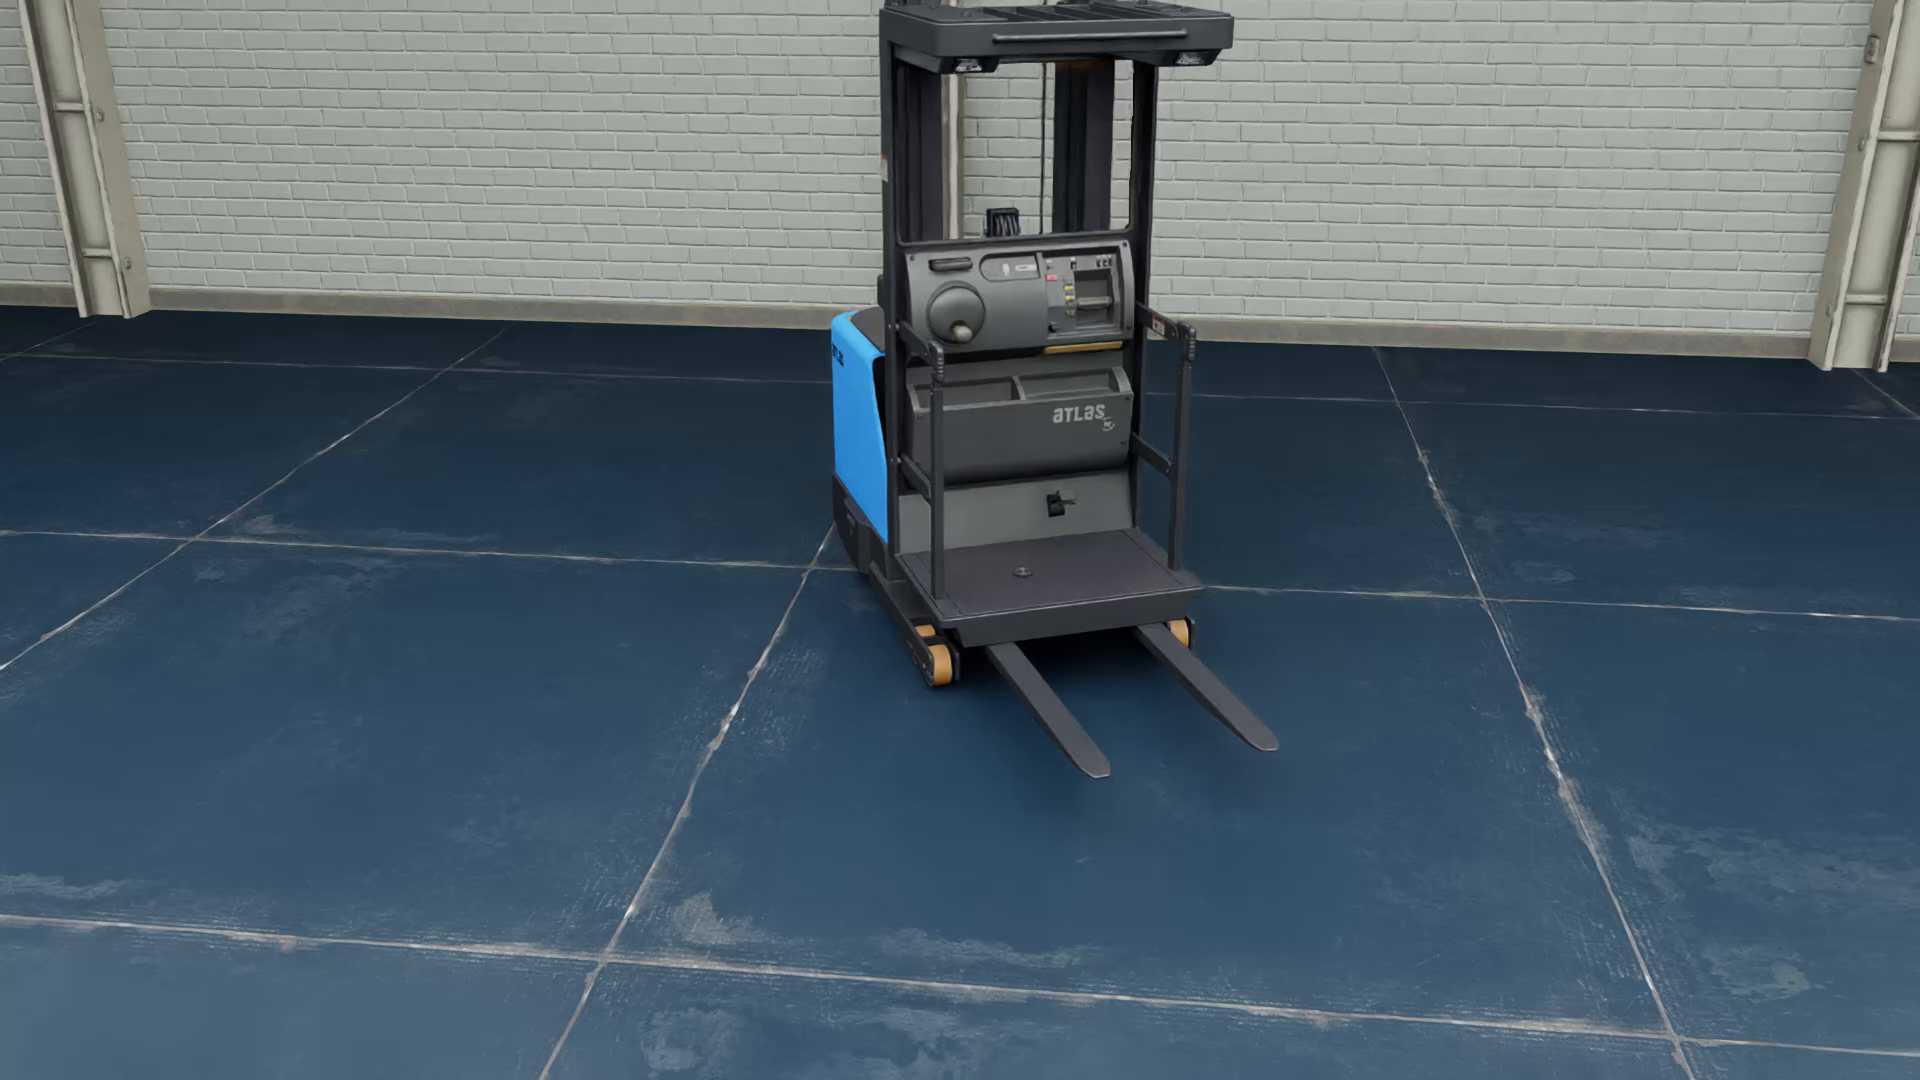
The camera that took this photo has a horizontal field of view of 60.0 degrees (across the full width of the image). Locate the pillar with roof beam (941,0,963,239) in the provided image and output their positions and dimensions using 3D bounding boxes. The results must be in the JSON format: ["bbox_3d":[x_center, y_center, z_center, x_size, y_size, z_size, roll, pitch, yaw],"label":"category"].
[{"bbox_3d":[-0.700,-4.013,5.850,0.400,9.000,9.100,2,22,6],"label":"pillar with roof beam"}]

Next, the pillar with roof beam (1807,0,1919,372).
[{"bbox_3d":[5.259,-3.753,5.193,0.400,9.000,9.100,2,22,6],"label":"pillar with roof beam"}]

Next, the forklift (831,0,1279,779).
[{"bbox_3d":[0.309,-0.954,6.365,1.130,2.935,3.031,-6,22,-16],"label":"forklift"}]

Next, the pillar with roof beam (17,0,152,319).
[{"bbox_3d":[-6.658,-4.272,6.506,0.400,9.000,9.100,2,22,6],"label":"pillar with roof beam"}]
